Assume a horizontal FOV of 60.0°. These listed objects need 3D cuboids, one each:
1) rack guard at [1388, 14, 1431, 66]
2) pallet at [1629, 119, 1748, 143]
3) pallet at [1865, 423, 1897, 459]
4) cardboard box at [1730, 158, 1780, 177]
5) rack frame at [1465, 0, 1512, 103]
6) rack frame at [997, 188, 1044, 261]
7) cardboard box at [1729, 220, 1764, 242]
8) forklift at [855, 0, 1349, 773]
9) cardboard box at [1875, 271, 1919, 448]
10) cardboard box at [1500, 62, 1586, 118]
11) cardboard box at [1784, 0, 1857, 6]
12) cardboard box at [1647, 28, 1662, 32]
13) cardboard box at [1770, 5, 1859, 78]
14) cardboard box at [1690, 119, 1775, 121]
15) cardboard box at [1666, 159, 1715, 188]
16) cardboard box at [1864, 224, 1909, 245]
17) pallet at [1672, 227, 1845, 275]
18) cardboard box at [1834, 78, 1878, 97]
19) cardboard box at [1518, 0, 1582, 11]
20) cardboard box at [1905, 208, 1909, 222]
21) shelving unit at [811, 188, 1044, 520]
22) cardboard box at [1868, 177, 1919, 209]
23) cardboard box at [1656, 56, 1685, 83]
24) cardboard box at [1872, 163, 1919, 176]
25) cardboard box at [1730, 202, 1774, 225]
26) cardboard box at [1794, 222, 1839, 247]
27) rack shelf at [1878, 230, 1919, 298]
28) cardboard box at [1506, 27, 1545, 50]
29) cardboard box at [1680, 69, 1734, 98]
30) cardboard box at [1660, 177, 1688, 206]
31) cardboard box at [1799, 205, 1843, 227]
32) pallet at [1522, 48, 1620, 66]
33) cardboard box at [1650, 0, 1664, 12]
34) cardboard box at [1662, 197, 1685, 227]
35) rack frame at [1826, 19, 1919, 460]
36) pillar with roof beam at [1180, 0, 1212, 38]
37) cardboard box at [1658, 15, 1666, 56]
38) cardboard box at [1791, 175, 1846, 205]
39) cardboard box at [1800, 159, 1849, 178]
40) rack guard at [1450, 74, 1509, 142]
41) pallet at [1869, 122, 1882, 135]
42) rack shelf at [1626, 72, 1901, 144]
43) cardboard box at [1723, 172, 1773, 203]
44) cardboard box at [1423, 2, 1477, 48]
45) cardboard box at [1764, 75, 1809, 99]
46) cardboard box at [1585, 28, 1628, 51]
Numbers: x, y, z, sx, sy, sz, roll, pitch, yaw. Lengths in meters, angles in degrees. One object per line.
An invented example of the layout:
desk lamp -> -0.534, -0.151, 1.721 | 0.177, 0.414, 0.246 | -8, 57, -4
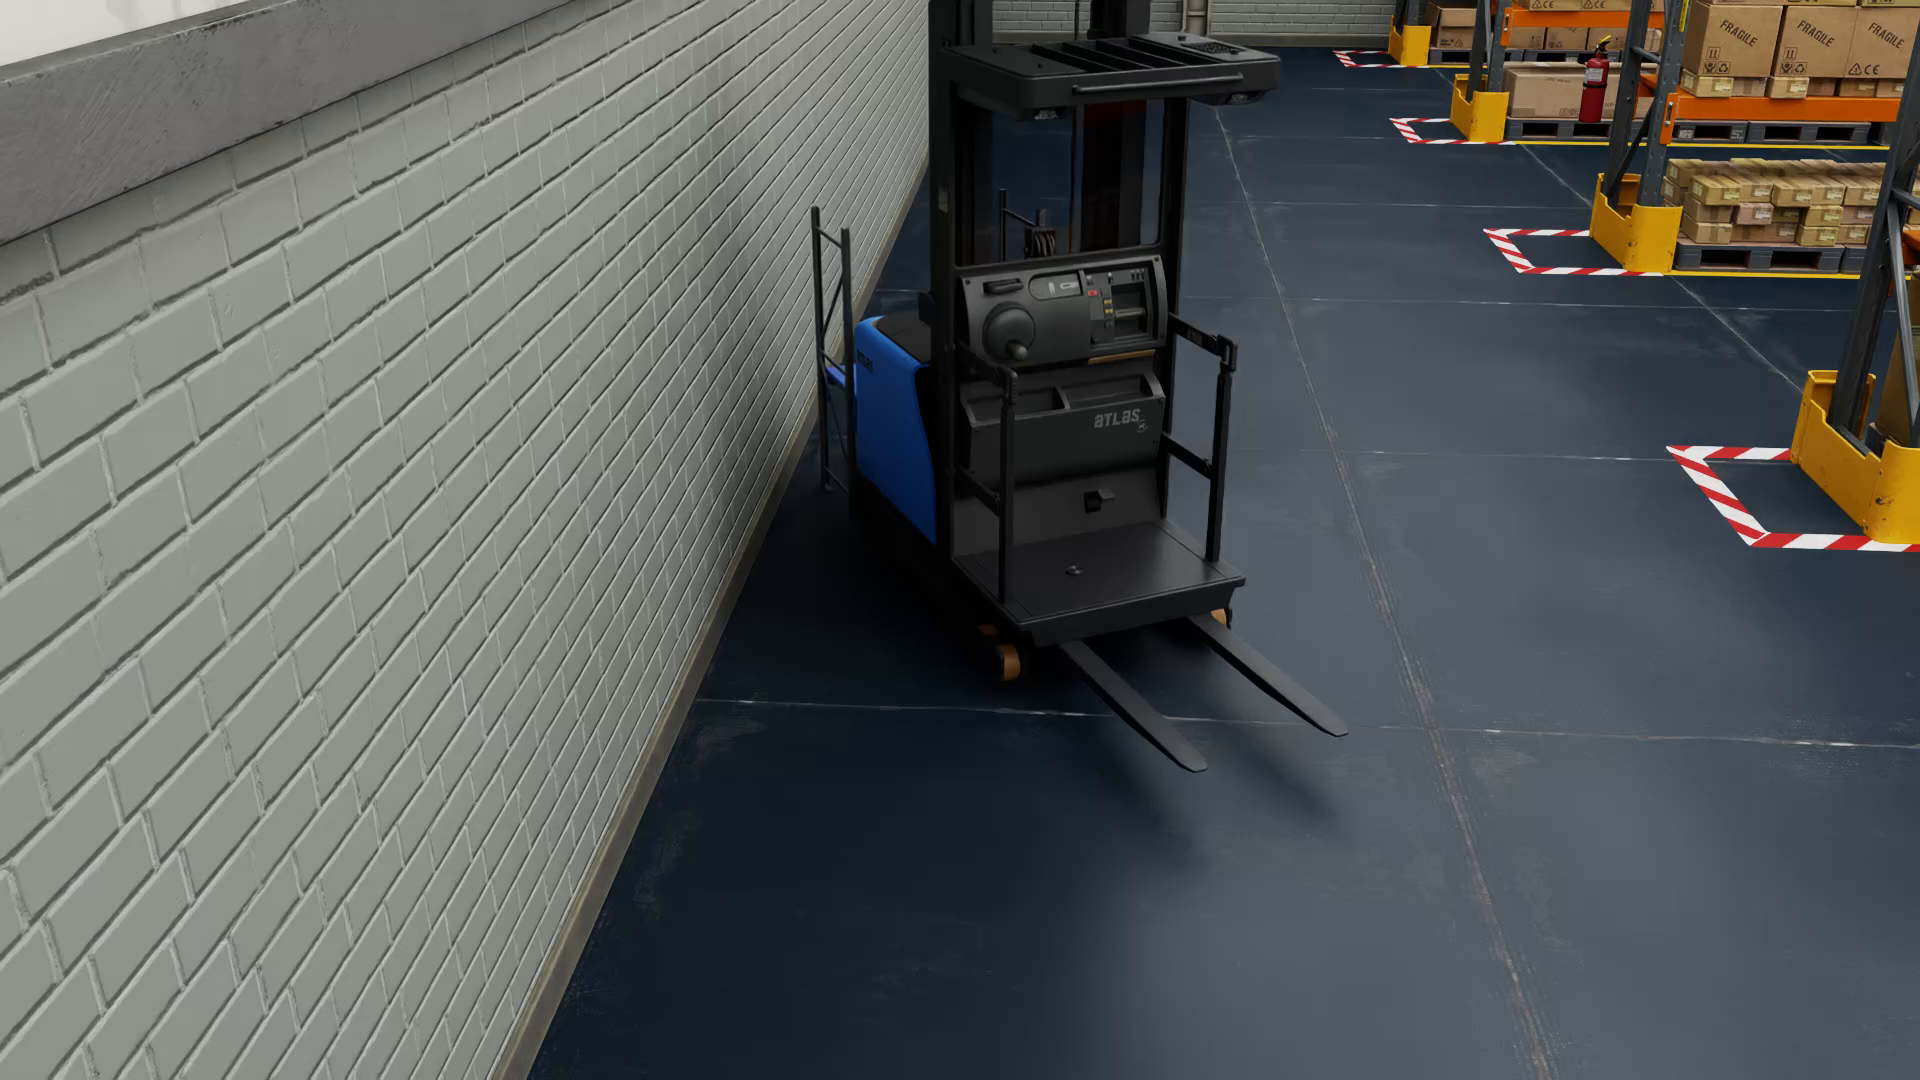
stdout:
rack guard -> 5.965, -6.646, 22.095 | 0.348, 0.500, 1.175 | 2, 25, 4
pallet -> 7.530, -4.415, 17.593 | 1.213, 0.211, 1.003 | 2, 25, 4
pallet -> 5.558, -0.325, 8.704 | 1.213, 0.211, 1.003 | 2, 25, 4
cardboard box -> 6.296, -2.916, 13.195 | 0.250, 0.149, 0.380 | 1, 25, 3
rack frame -> 5.513, -5.715, 17.082 | 0.127, 3.000, 1.000 | 2, 25, 4
rack frame -> 0.307, -1.047, 8.732 | 0.032, 1.500, 0.500 | -10, 27, -20
cardboard box -> 6.000, -2.420, 12.829 | 0.250, 0.149, 0.380 | 2, 25, 4
forklift -> 0.532, -0.938, 6.783 | 1.130, 2.935, 3.031 | -10, 27, -21
cardboard box -> 5.399, -0.823, 8.490 | 0.875, 0.875, 0.875 | 2, 25, 4
cardboard box -> 6.179, -4.762, 17.574 | 0.875, 0.438, 0.875 | 1, 25, 2
cardboard box -> 6.166, -4.145, 11.998 | 0.500, 0.500, 0.500 | 3, 25, 6
cardboard box -> 9.237, -6.745, 22.034 | 0.500, 0.311, 0.500 | 3, 25, 6
cardboard box -> 6.197, -3.693, 12.212 | 0.500, 0.500, 0.500 | 2, 25, 4
cardboard box -> 7.991, -4.707, 17.454 | 0.875, 0.438, 0.875 | 1, 25, 2
cardboard box -> 5.782, -2.903, 13.168 | 0.250, 0.149, 0.380 | 2, 25, 5
cardboard box -> 6.998, -2.348, 12.673 | 0.250, 0.149, 0.380 | 1, 25, 1
pallet -> 6.118, -2.339, 13.080 | 1.213, 0.211, 1.003 | 2, 25, 4
cardboard box -> 6.592, -3.396, 12.342 | 0.250, 0.149, 0.380 | 2, 25, 3
cardboard box -> 5.970, -5.625, 16.767 | 0.500, 0.500, 0.500 | 2, 25, 4
cardboard box -> 7.050, -2.539, 12.731 | 0.250, 0.149, 0.380 | 3, 25, 7
shelving unit -> -0.162, -0.965, 8.553 | 1.048, 1.500, 0.538 | -10, 27, -20
cardboard box -> 7.045, -2.622, 12.557 | 0.250, 0.149, 0.380 | 2, 25, 5
cardboard box -> 5.582, -3.642, 12.877 | 0.250, 0.149, 0.380 | 2, 25, 4
cardboard box -> 7.340, -2.845, 13.040 | 0.250, 0.149, 0.380 | 2, 25, 4
cardboard box -> 6.007, -2.523, 12.698 | 0.250, 0.149, 0.380 | 2, 25, 4
cardboard box -> 6.495, -2.361, 12.701 | 0.250, 0.149, 0.380 | 2, 25, 5
rack shelf -> 6.749, -1.194, 8.117 | 4.000, 0.370, 1.077 | 2, 25, 4
cardboard box -> 7.341, -6.737, 21.790 | 0.500, 0.500, 0.700 | 3, 25, 6
cardboard box -> 5.533, -3.388, 12.324 | 0.250, 0.149, 0.380 | 2, 25, 4
cardboard box -> 5.783, -2.782, 13.259 | 0.250, 0.149, 0.380 | 1, 25, 3
cardboard box -> 6.505, -2.499, 12.645 | 0.250, 0.149, 0.380 | 3, 25, 6
pallet -> 7.973, -6.449, 22.014 | 1.213, 0.211, 1.003 | 2, 25, 4
cardboard box -> 6.982, -5.597, 16.706 | 0.500, 0.500, 0.500 | 2, 25, 4
cardboard box -> 5.776, -2.614, 13.252 | 0.250, 0.149, 0.380 | 2, 25, 5
rack frame -> 4.755, -1.585, 8.106 | 0.127, 3.000, 1.000 | 2, 25, 4
pillar with roof beam -> 2.941, -9.177, 17.429 | 0.400, 9.000, 9.100 | 2, 25, 4
cardboard box -> 5.703, -3.922, 12.710 | 0.500, 0.500, 0.500 | 2, 25, 5
cardboard box -> 6.511, -2.663, 12.645 | 0.250, 0.149, 0.380 | 1, 25, 1
cardboard box -> 6.822, -2.896, 13.152 | 0.250, 0.149, 0.380 | 3, 25, 6
rack guard -> 5.489, -4.580, 17.606 | 0.348, 0.500, 1.175 | 2, 25, 4
pallet -> 10.277, -4.327, 17.401 | 1.213, 0.211, 1.003 | 2, 25, 4
rack shelf -> 7.229, -3.258, 12.602 | 4.000, 0.370, 1.077 | 2, 25, 4
cardboard box -> 6.016, -2.698, 12.721 | 0.250, 0.149, 0.380 | 2, 25, 5
cardboard box -> 6.492, -6.782, 21.884 | 0.637, 0.503, 0.797 | 1, 25, 2
cardboard box -> 6.054, -3.366, 12.277 | 0.250, 0.149, 0.380 | 1, 25, 2
cardboard box -> 8.377, -6.703, 21.717 | 0.500, 0.500, 0.700 | 1, 25, 2
